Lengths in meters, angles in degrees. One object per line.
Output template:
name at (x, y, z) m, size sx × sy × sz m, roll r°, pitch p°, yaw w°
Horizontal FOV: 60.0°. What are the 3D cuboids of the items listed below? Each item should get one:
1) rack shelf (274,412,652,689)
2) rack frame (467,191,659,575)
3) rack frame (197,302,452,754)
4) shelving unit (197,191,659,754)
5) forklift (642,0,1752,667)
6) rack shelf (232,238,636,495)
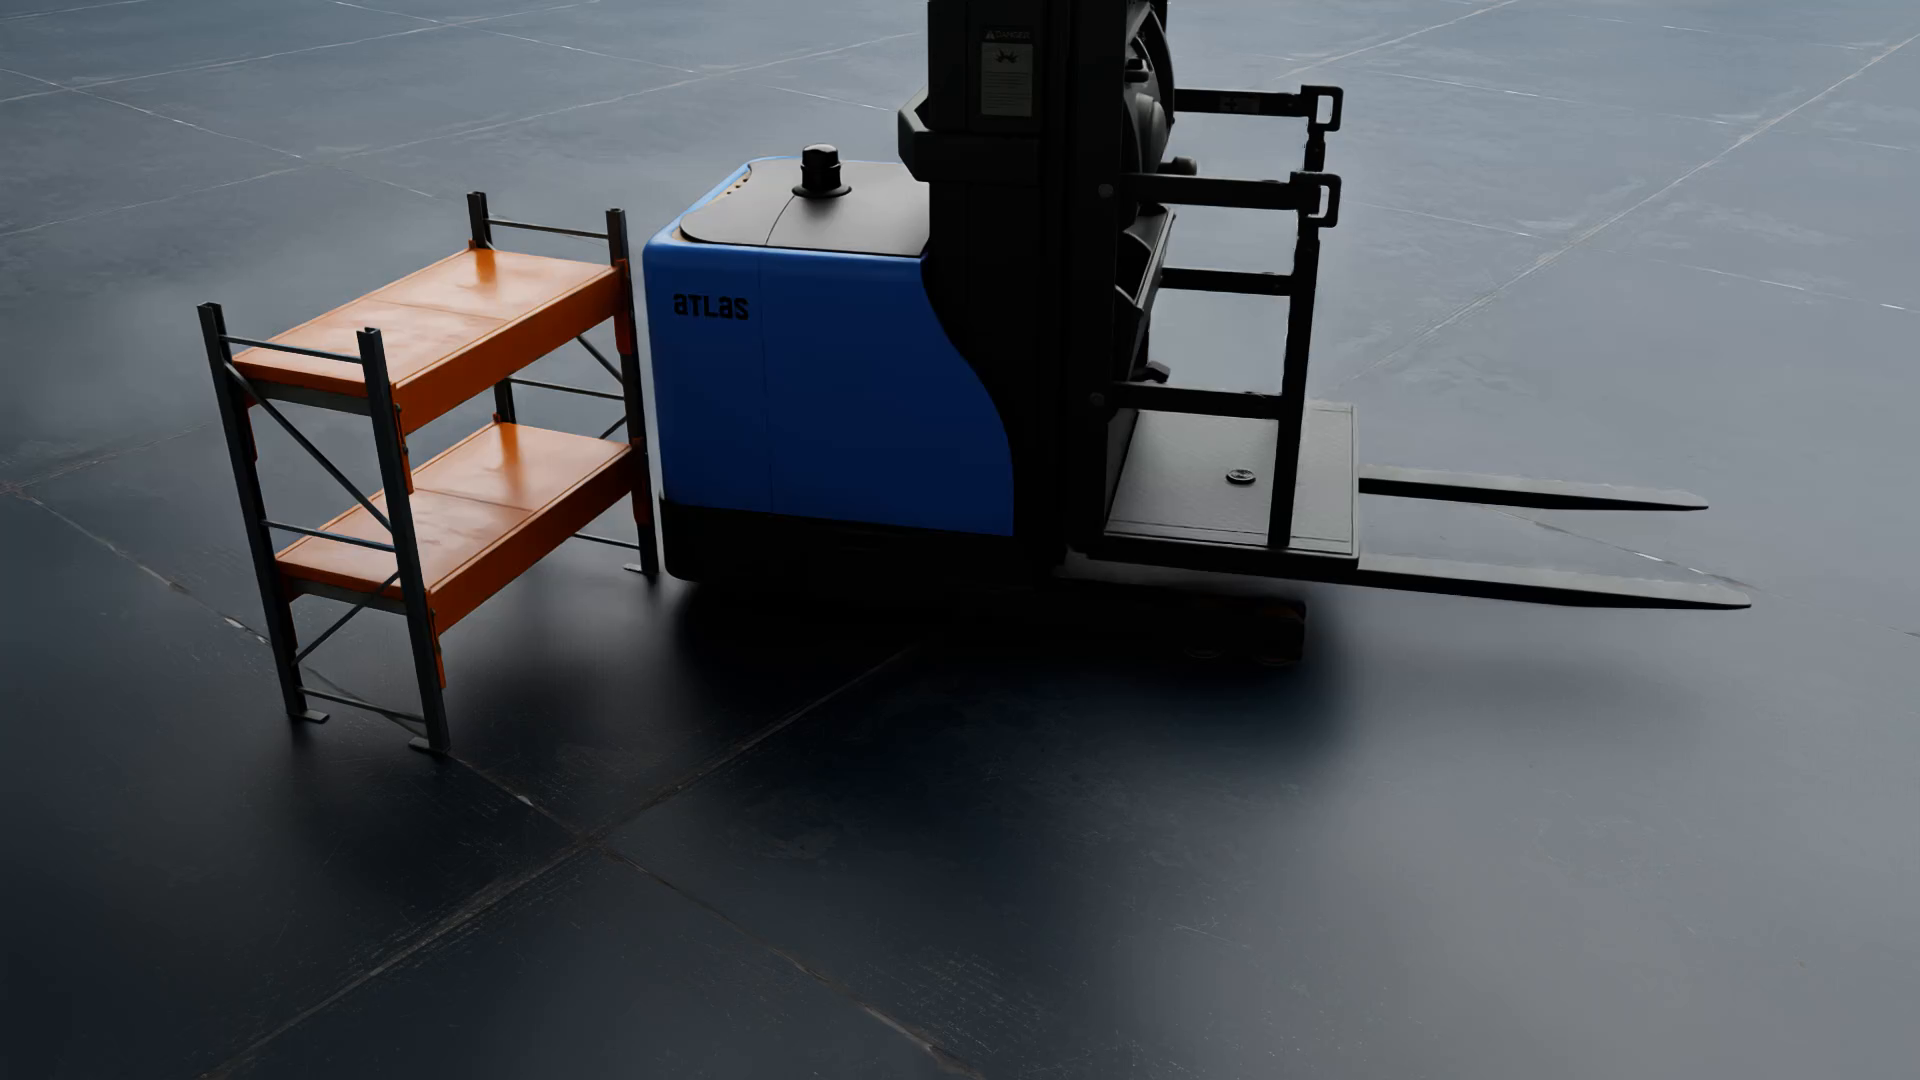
rack shelf at (-1.342, -0.007, 4.571) m, size 0.538 × 0.278 × 1.000 m, roll 10°, pitch 29°, yaw 19°
rack frame at (-1.154, -0.442, 4.878) m, size 0.500 × 1.125 × 0.032 m, roll 10°, pitch 29°, yaw 19°
rack frame at (-1.531, -0.008, 4.040) m, size 0.500 × 1.125 × 0.032 m, roll 10°, pitch 29°, yaw 19°
shelving unit at (-1.343, -0.225, 4.459) m, size 0.538 × 1.125 × 1.048 m, roll 10°, pitch 29°, yaw 19°
forklift at (0.694, -1.221, 4.420) m, size 3.031 × 2.935 × 1.130 m, roll 5°, pitch 28°, yaw 10°
rack shelf at (-1.343, -0.485, 4.325) m, size 0.538 × 0.278 × 1.000 m, roll 10°, pitch 29°, yaw 19°
